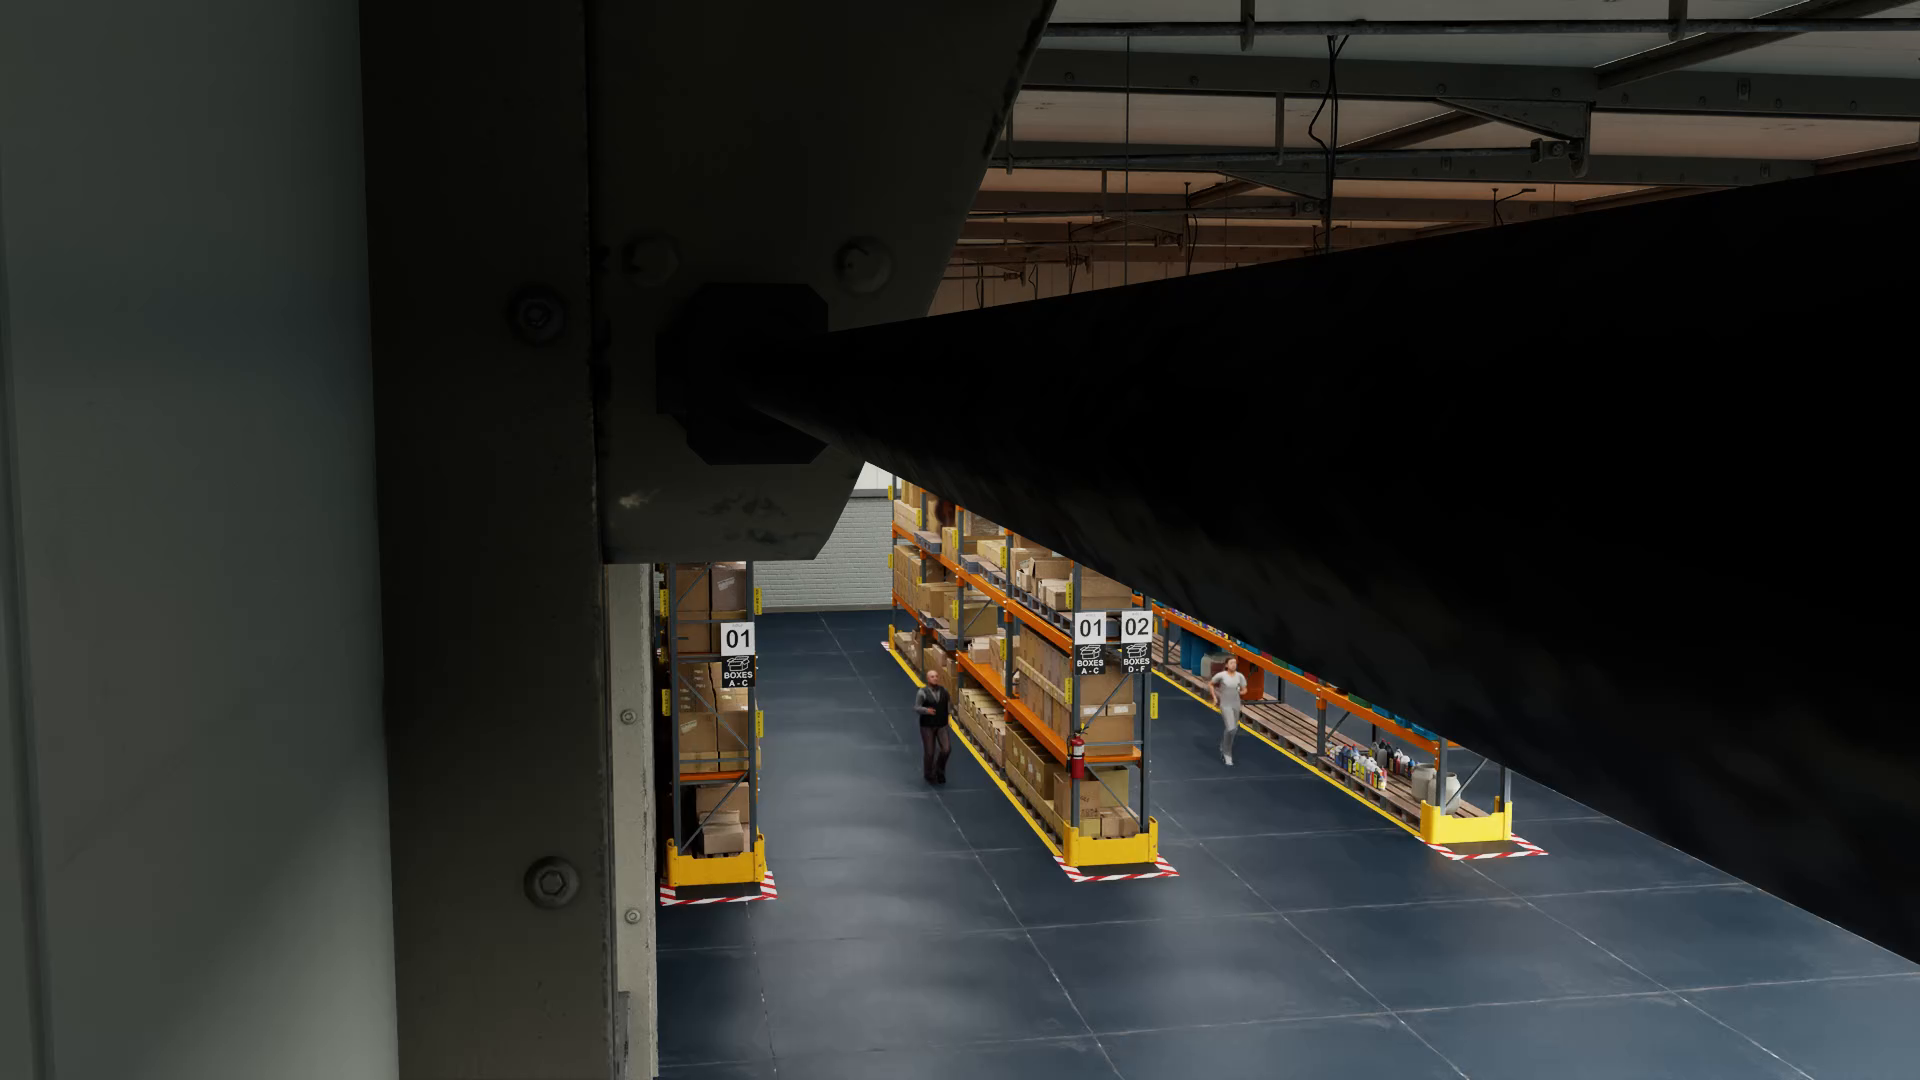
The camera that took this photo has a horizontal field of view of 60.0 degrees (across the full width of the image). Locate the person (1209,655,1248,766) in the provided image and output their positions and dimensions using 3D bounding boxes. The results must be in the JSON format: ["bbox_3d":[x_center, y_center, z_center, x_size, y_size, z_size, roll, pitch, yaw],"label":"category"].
[{"bbox_3d":[4.249,2.670,26.218,0.531,1.720,0.738,-2,6,-18],"label":"person"}]

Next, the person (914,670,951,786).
[{"bbox_3d":[-0.364,2.812,24.776,0.640,1.738,0.669,-2,6,-17],"label":"person"}]
